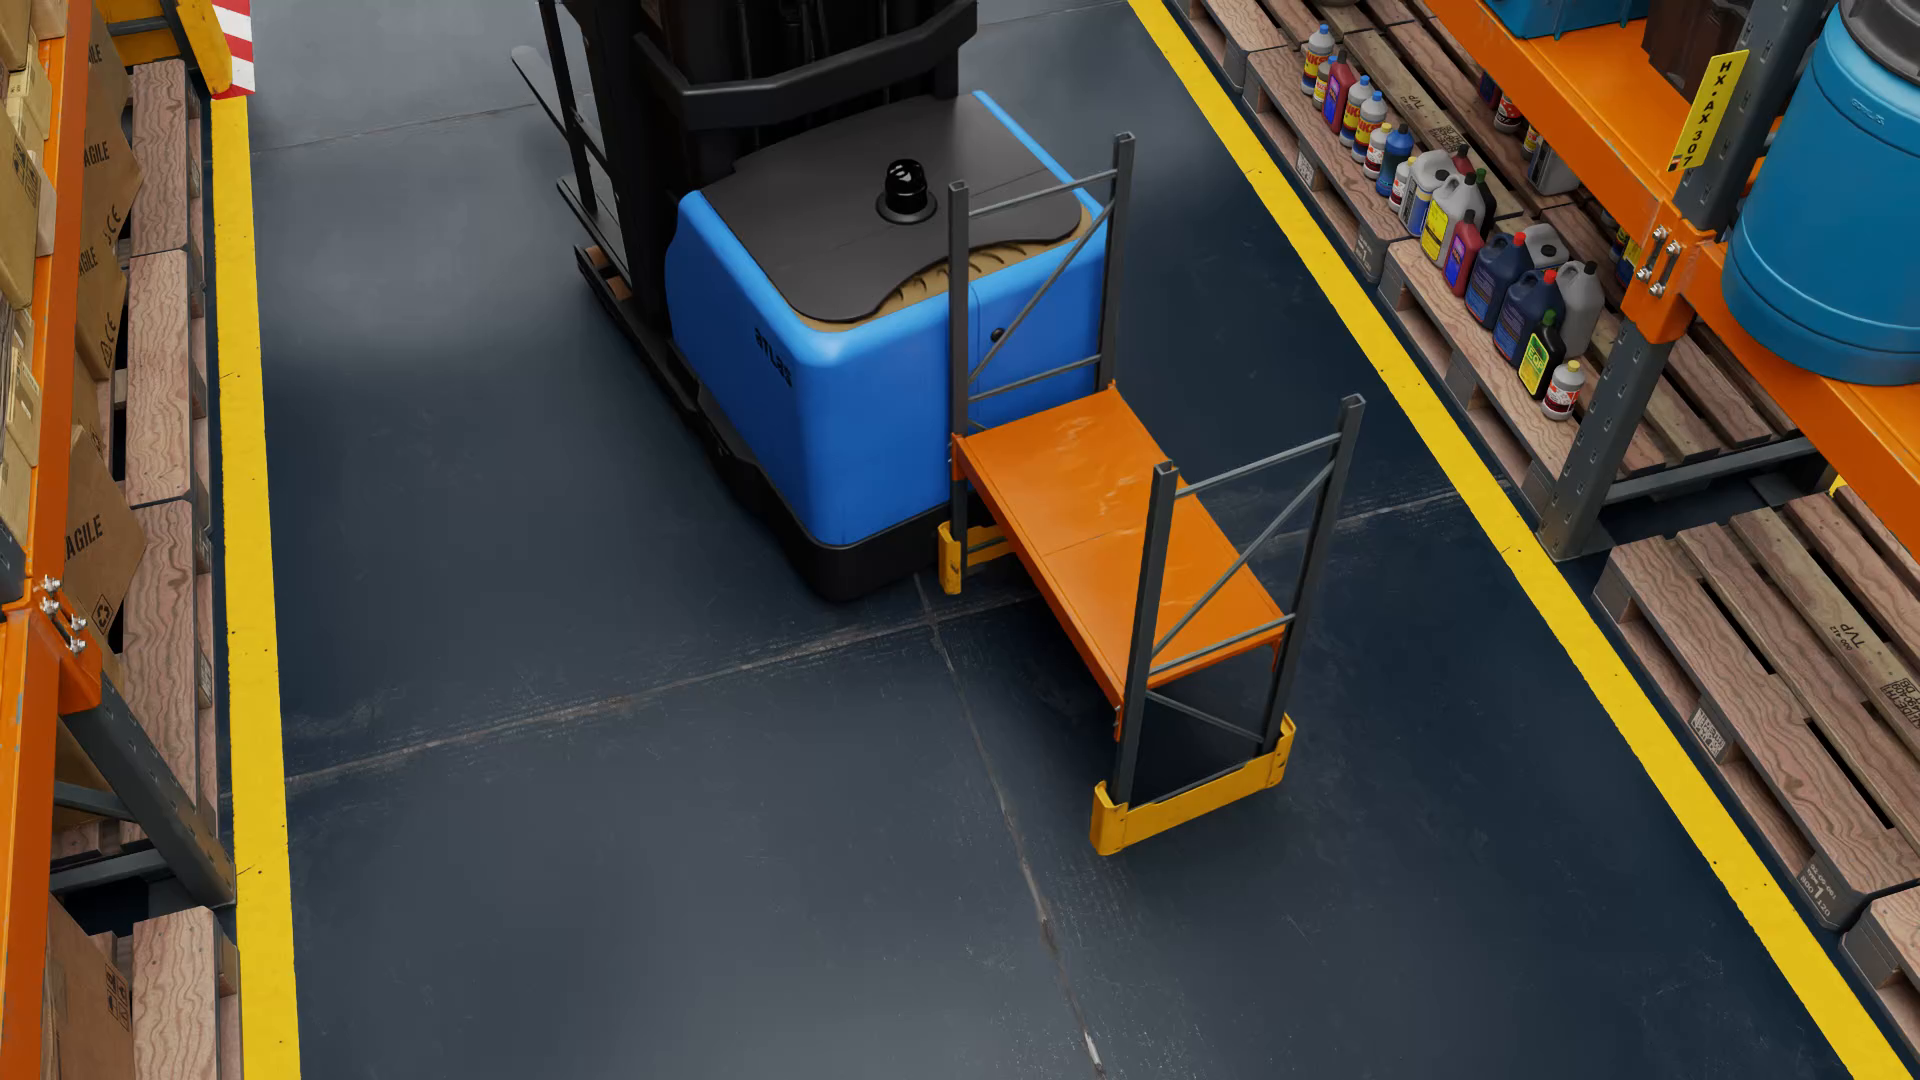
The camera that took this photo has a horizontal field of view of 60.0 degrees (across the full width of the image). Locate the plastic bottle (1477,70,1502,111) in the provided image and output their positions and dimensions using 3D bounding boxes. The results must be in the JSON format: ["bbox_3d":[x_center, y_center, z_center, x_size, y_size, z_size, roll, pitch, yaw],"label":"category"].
[{"bbox_3d":[2.036,-1.777,6.275,0.061,0.283,0.133,-13,51,-11],"label":"plastic bottle"}]

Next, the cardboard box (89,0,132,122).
[{"bbox_3d":[-3.435,-1.718,6.097,0.500,0.500,0.500,-5,50,-4],"label":"cardboard box"}]

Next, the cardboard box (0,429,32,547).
[{"bbox_3d":[-2.197,-0.071,3.512,0.380,0.149,0.250,-13,51,-11],"label":"cardboard box"}]

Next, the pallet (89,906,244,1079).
[{"bbox_3d":[-2.189,1.540,3.813,1.003,0.211,1.213,-13,51,-11],"label":"pallet"}]

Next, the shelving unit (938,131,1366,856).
[{"bbox_3d":[0.421,-0.087,4.342,0.587,1.500,1.083,-20,53,-16],"label":"shelving unit"}]

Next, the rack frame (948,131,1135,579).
[{"bbox_3d":[0.203,-0.445,4.644,0.500,1.500,0.032,-20,53,-16],"label":"rack frame"}]

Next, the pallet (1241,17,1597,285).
[{"bbox_3d":[1.787,-1.540,6.410,1.003,0.211,1.213,-13,51,-11],"label":"pallet"}]

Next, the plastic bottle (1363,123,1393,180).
[{"bbox_3d":[1.526,-1.417,6.026,0.097,0.201,0.097,0,50,0],"label":"plastic bottle"}]

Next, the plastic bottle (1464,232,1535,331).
[{"bbox_3d":[1.788,-0.880,5.475,0.144,0.351,0.185,-16,52,-13],"label":"plastic bottle"}]

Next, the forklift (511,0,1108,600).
[{"bbox_3d":[-0.719,-1.886,4.923,1.130,2.935,3.031,-25,54,-19],"label":"forklift"}]

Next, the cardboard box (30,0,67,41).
[{"bbox_3d":[-2.778,-1.534,4.745,0.380,0.149,0.250,-13,51,-11],"label":"cardboard box"}]

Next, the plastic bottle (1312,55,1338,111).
[{"bbox_3d":[1.397,-1.738,6.295,0.097,0.201,0.097,0,50,0],"label":"plastic bottle"}]

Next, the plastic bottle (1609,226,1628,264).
[{"bbox_3d":[2.310,-1.071,5.688,0.097,0.271,0.097,0,50,0],"label":"plastic bottle"}]

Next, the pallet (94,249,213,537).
[{"bbox_3d":[-3.018,-0.403,5.452,1.003,0.211,1.213,-13,51,-11],"label":"pallet"}]

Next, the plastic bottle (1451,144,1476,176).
[{"bbox_3d":[1.750,-1.238,5.821,0.061,0.283,0.133,-13,51,-11],"label":"plastic bottle"}]

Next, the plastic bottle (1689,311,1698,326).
[{"bbox_3d":[2.412,-0.850,5.494,0.061,0.283,0.133,-13,51,-11],"label":"plastic bottle"}]

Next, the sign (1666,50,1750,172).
[{"bbox_3d":[1.782,-1.019,3.966,0.100,0.325,0.005,-13,51,-11],"label":"sign"}]

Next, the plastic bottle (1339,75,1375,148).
[{"bbox_3d":[1.467,-1.585,6.121,0.097,0.271,0.097,0,50,0],"label":"plastic bottle"}]

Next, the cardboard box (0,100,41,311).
[{"bbox_3d":[-2.609,-0.771,3.678,0.875,0.500,0.500,-13,51,-11],"label":"cardboard box"}]

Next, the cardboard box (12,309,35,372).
[{"bbox_3d":[-2.359,-0.433,3.817,0.380,0.149,0.250,-13,51,-11],"label":"cardboard box"}]

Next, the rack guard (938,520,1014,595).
[{"bbox_3d":[0.212,-0.029,5.111,0.587,0.250,0.087,-20,53,-16],"label":"rack guard"}]

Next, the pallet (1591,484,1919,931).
[{"bbox_3d":[2.580,0.417,4.760,1.003,0.211,1.213,-13,51,-11],"label":"pallet"}]

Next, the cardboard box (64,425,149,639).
[{"bbox_3d":[-2.678,0.026,4.627,0.500,0.500,0.500,1,50,1],"label":"cardboard box"}]

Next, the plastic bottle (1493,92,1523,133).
[{"bbox_3d":[2.065,-1.632,6.207,0.097,0.201,0.097,0,50,0],"label":"plastic bottle"}]

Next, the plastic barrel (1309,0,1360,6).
[{"bbox_3d":[1.543,-2.472,6.725,0.421,0.512,0.421,0,50,0],"label":"plastic barrel"}]

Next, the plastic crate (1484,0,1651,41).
[{"bbox_3d":[1.724,-1.745,4.857,0.499,0.251,0.616,-13,51,-11],"label":"plastic crate"}]

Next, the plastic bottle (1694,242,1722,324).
[{"bbox_3d":[2.513,-0.872,5.517,0.152,0.276,0.135,-12,51,-10],"label":"plastic bottle"}]

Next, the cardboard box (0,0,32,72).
[{"bbox_3d":[-2.962,-1.487,4.282,0.875,0.500,0.500,-13,51,-11],"label":"cardboard box"}]

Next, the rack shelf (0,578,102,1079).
[{"bbox_3d":[-1.829,1.766,2.270,1.077,0.370,4.000,-13,51,-11],"label":"rack shelf"}]

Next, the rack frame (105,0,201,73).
[{"bbox_3d":[-3.604,-2.848,5.689,1.000,3.000,0.127,-13,51,-11],"label":"rack frame"}]

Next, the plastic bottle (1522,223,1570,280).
[{"bbox_3d":[1.922,-0.908,5.547,0.152,0.276,0.135,-13,51,-11],"label":"plastic bottle"}]

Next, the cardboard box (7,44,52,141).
[{"bbox_3d":[-2.654,-1.163,4.433,0.380,0.149,0.250,-13,51,-11],"label":"cardboard box"}]

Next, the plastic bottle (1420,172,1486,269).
[{"bbox_3d":[1.692,-1.116,5.674,0.144,0.351,0.185,-14,51,-11],"label":"plastic bottle"}]

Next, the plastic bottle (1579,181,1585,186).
[{"bbox_3d":[2.287,-1.466,5.969,0.144,0.351,0.185,-14,51,-11],"label":"plastic bottle"}]

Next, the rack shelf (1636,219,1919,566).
[{"bbox_3d":[2.902,0.646,3.214,1.077,0.370,4.000,-13,51,-11],"label":"rack shelf"}]

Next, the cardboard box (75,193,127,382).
[{"bbox_3d":[-3.059,-0.828,5.346,0.500,0.500,0.500,-9,50,-8],"label":"cardboard box"}]

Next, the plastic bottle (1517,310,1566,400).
[{"bbox_3d":[1.853,-0.590,5.274,0.061,0.283,0.133,-11,51,-9],"label":"plastic bottle"}]

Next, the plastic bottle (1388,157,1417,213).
[{"bbox_3d":[1.587,-1.267,5.899,0.097,0.201,0.097,0,50,0],"label":"plastic bottle"}]

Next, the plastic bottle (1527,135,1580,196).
[{"bbox_3d":[2.153,-1.390,5.954,0.152,0.276,0.135,-13,51,-11],"label":"plastic bottle"}]

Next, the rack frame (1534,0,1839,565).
[{"bbox_3d":[2.310,-1.046,4.170,1.000,3.000,0.127,-13,51,-11],"label":"rack frame"}]

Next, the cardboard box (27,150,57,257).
[{"bbox_3d":[-2.477,-0.805,4.131,0.380,0.149,0.250,-13,51,-11],"label":"cardboard box"}]
